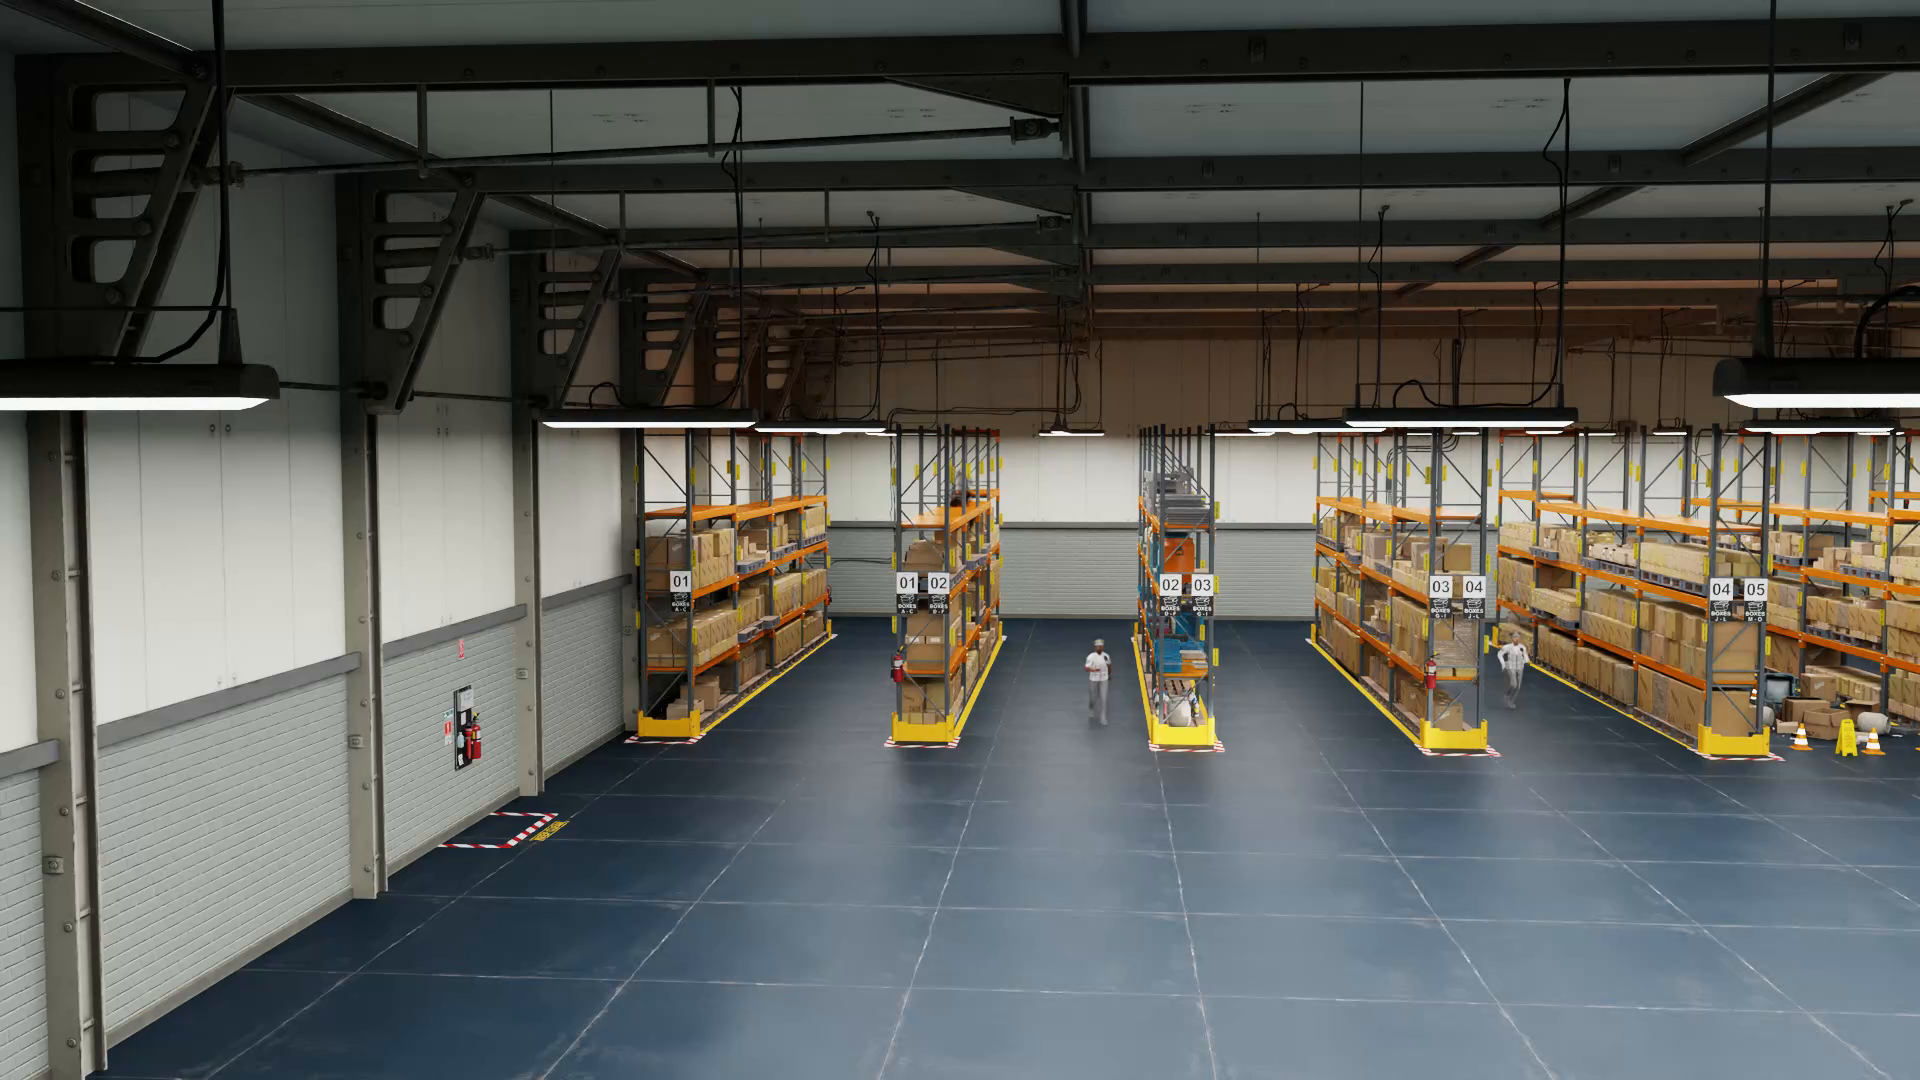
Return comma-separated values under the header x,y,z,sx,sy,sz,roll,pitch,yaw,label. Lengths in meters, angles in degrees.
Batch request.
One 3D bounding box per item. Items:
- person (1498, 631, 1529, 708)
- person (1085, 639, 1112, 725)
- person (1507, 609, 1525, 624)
x,y,z,sx,sy,sz,roll,pitch,yaw,label
11.733,2.742,35.129,0.598,1.659,0.579,0,3,-2,person
2.804,2.835,33.513,0.588,1.667,0.893,0,3,-5,person
15.960,2.039,47.605,0.521,1.616,0.889,3,4,36,person
